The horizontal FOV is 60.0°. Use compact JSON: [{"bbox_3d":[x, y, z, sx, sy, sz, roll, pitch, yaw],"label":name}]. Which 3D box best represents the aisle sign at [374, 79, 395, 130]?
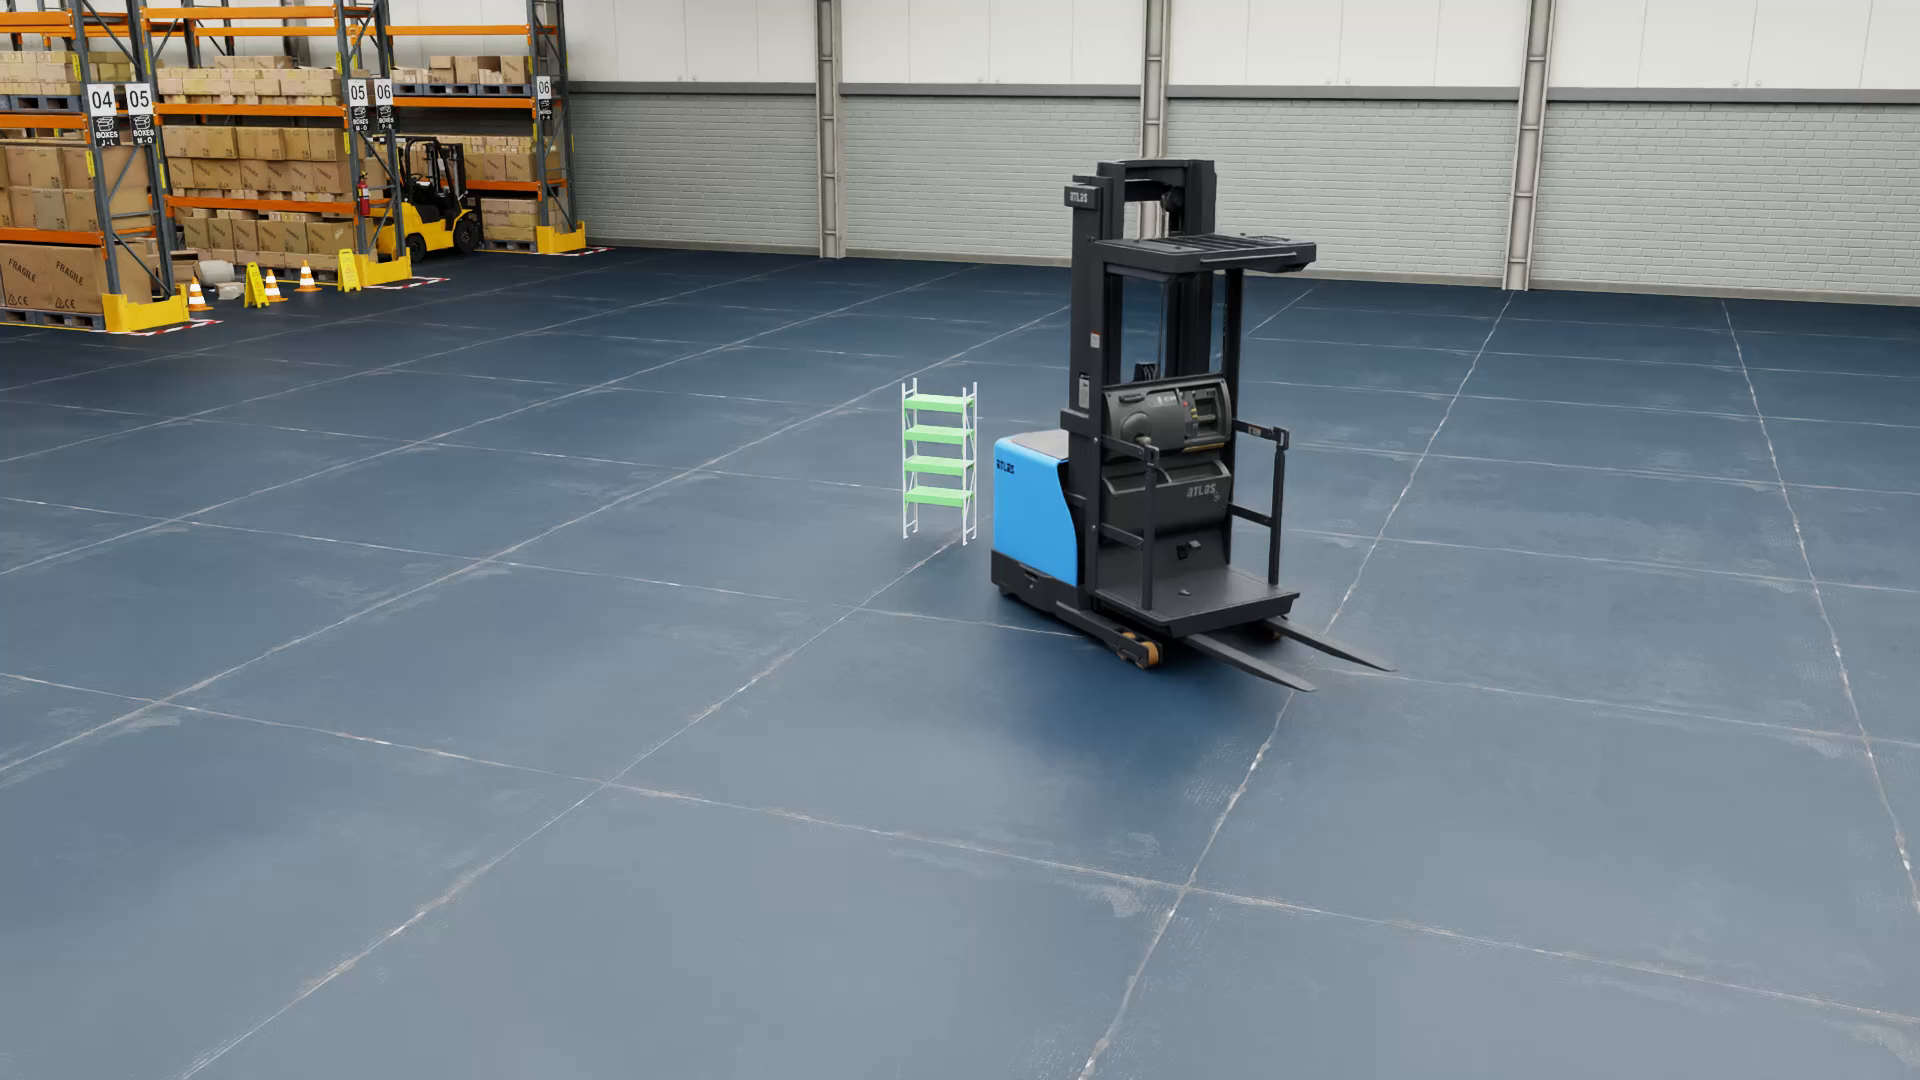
[{"bbox_3d":[-9.251,-7.001,26.745,0.004,0.787,0.394,6,17,21],"label":"aisle sign"}]

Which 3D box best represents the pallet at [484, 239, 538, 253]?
[{"bbox_3d":[-8.331,-5.694,31.908,1.213,0.211,1.003,6,17,21],"label":"pallet"}]

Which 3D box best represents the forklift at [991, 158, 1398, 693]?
[{"bbox_3d":[1.403,-0.779,10.100,1.130,2.935,3.031,-10,19,-30],"label":"forklift"}]

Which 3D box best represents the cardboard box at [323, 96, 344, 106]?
[{"bbox_3d":[-9.857,-6.962,26.345,0.250,0.149,0.380,6,17,21],"label":"cardboard box"}]

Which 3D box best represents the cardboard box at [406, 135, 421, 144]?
[{"bbox_3d":[-10.419,-7.688,31.898,0.250,0.149,0.380,7,17,22],"label":"cardboard box"}]

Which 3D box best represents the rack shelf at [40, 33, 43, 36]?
[{"bbox_3d":[-20.628,-10.932,35.485,4.000,0.370,1.077,6,17,21],"label":"rack shelf"}]

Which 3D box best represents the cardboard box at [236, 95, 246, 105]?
[{"bbox_3d":[-11.506,-7.153,27.004,0.250,0.149,0.380,6,17,21],"label":"cardboard box"}]

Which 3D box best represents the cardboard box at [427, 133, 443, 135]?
[{"bbox_3d":[-10.192,-7.854,32.470,0.250,0.149,0.380,6,17,20],"label":"cardboard box"}]

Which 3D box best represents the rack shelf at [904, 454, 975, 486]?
[{"bbox_3d":[-0.154,-0.532,12.583,0.480,0.148,0.258,6,17,21],"label":"rack shelf"}]

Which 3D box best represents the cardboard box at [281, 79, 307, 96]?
[{"bbox_3d":[-10.460,-7.227,26.543,0.500,0.250,0.500,6,17,20],"label":"cardboard box"}]

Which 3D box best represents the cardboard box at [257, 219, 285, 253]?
[{"bbox_3d":[-11.217,-5.040,27.486,0.500,0.500,0.500,6,17,19],"label":"cardboard box"}]

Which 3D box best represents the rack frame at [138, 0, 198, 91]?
[{"bbox_3d":[-13.143,-8.968,27.425,0.127,3.000,1.000,6,17,21],"label":"rack frame"}]

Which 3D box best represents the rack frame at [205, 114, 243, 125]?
[{"bbox_3d":[-15.046,-7.784,34.107,0.127,3.000,1.000,6,17,21],"label":"rack frame"}]

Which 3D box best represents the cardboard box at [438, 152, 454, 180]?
[{"bbox_3d":[-9.586,-7.152,31.751,0.500,0.500,0.500,6,17,21],"label":"cardboard box"}]

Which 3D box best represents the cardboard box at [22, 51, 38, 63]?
[{"bbox_3d":[-12.052,-6.335,21.822,0.250,0.149,0.380,7,17,22],"label":"cardboard box"}]

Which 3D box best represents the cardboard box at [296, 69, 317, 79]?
[{"bbox_3d":[-10.315,-7.397,26.412,0.250,0.149,0.380,6,17,20],"label":"cardboard box"}]

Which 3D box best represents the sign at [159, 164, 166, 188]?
[{"bbox_3d":[-10.935,-4.981,22.756,0.005,0.325,0.100,6,17,21],"label":"sign"}]

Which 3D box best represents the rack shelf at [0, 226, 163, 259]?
[{"bbox_3d":[-13.005,-4.243,23.199,4.000,0.370,1.077,6,17,21],"label":"rack shelf"}]

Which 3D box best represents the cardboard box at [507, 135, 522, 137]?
[{"bbox_3d":[-8.545,-7.646,31.754,0.250,0.149,0.380,6,17,21],"label":"cardboard box"}]

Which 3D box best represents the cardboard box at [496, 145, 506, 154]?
[{"bbox_3d":[-8.497,-7.349,31.265,0.250,0.149,0.380,7,17,22],"label":"cardboard box"}]

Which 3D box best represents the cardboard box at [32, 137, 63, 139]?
[{"bbox_3d":[-16.339,-6.915,29.645,0.500,0.500,0.500,6,17,19],"label":"cardboard box"}]

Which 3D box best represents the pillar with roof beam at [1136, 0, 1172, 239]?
[{"bbox_3d":[1.662,-7.808,23.427,0.400,9.000,9.100,6,17,21],"label":"pillar with roof beam"}]

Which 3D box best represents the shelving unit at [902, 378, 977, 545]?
[{"bbox_3d":[-0.154,-0.593,12.565,0.503,1.200,0.258,6,17,21],"label":"shelving unit"}]

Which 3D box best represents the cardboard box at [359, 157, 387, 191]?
[{"bbox_3d":[-9.761,-5.989,27.211,0.500,0.500,0.500,6,17,20],"label":"cardboard box"}]

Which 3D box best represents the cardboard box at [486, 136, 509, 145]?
[{"bbox_3d":[-8.713,-7.532,31.361,0.250,0.149,0.380,6,17,21],"label":"cardboard box"}]

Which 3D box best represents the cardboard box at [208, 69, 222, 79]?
[{"bbox_3d":[-11.991,-7.579,27.039,0.250,0.149,0.380,6,17,19],"label":"cardboard box"}]

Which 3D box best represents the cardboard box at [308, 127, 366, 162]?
[{"bbox_3d":[-9.977,-6.345,26.642,0.500,0.500,0.700,6,17,19],"label":"cardboard box"}]

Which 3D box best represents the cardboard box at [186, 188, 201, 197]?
[{"bbox_3d":[-12.714,-5.839,27.856,0.250,0.149,0.380,7,18,22],"label":"cardboard box"}]

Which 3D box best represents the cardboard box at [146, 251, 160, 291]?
[{"bbox_3d":[-12.858,-4.161,25.860,0.503,0.637,0.797,6,17,21],"label":"cardboard box"}]

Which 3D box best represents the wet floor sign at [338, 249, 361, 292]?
[{"bbox_3d":[-9.638,-4.250,26.157,0.232,0.644,0.267,14,21,40],"label":"wet floor sign"}]

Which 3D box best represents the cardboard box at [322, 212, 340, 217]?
[{"bbox_3d":[-12.534,-6.568,33.424,0.625,0.625,0.875,6,17,20],"label":"cardboard box"}]

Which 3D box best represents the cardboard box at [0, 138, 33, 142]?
[{"bbox_3d":[-16.530,-6.783,29.191,0.500,0.500,0.500,6,17,19],"label":"cardboard box"}]

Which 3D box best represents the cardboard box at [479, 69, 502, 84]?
[{"bbox_3d":[-8.722,-8.623,30.926,0.258,0.266,0.396,6,17,21],"label":"cardboard box"}]

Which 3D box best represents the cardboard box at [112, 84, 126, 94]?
[{"bbox_3d":[-11.345,-6.072,22.346,0.250,0.149,0.380,6,17,21],"label":"cardboard box"}]

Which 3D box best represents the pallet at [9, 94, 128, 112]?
[{"bbox_3d":[-11.838,-5.855,22.240,1.213,0.211,1.003,6,17,21],"label":"pallet"}]

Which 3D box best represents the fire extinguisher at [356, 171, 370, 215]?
[{"bbox_3d":[-9.485,-5.510,26.411,0.183,0.674,0.296,6,17,21],"label":"fire extinguisher"}]

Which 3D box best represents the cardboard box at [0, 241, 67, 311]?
[{"bbox_3d":[-12.619,-3.707,23.120,0.875,0.875,0.875,6,17,20],"label":"cardboard box"}]

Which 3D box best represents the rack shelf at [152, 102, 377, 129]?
[{"bbox_3d":[-11.282,-6.978,27.239,4.000,0.370,1.077,6,17,21],"label":"rack shelf"}]

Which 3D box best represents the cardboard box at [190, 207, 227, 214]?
[{"bbox_3d":[-15.518,-6.773,34.353,0.500,0.500,0.500,7,18,22],"label":"cardboard box"}]

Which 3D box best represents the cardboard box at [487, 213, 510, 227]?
[{"bbox_3d":[-8.634,-6.110,31.621,0.500,0.250,0.500,6,17,20],"label":"cardboard box"}]

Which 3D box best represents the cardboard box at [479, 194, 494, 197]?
[{"bbox_3d":[-9.383,-6.584,32.357,0.500,0.250,0.500,6,17,20],"label":"cardboard box"}]

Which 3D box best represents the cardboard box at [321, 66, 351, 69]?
[{"bbox_3d":[-12.088,-9.033,32.256,0.500,0.311,0.500,6,17,19],"label":"cardboard box"}]

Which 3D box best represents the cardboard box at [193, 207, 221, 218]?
[{"bbox_3d":[-12.599,-5.481,27.844,0.250,0.149,0.380,7,17,21],"label":"cardboard box"}]

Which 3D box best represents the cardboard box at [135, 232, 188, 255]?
[{"bbox_3d":[-13.632,-5.080,28.752,0.625,0.372,0.950,7,17,21],"label":"cardboard box"}]

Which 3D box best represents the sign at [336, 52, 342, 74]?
[{"bbox_3d":[-9.644,-7.402,25.821,0.005,0.325,0.100,6,17,21],"label":"sign"}]

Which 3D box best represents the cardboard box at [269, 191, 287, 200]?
[{"bbox_3d":[-11.064,-5.653,27.216,0.250,0.149,0.380,6,17,20],"label":"cardboard box"}]

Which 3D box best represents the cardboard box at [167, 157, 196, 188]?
[{"bbox_3d":[-12.836,-6.161,27.802,0.500,0.500,0.500,6,17,20],"label":"cardboard box"}]

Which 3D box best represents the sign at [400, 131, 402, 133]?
[{"bbox_3d":[-11.123,-7.973,33.062,0.005,0.325,0.100,6,17,21],"label":"sign"}]

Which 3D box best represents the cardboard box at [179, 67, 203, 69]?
[{"bbox_3d":[-15.475,-9.445,33.469,0.250,0.149,0.380,7,18,22],"label":"cardboard box"}]

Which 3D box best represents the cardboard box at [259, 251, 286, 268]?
[{"bbox_3d":[-11.240,-4.679,27.590,0.500,0.250,0.500,6,17,19],"label":"cardboard box"}]

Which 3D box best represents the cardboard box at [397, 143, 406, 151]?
[{"bbox_3d":[-10.631,-7.588,32.089,0.250,0.149,0.380,6,17,21],"label":"cardboard box"}]
